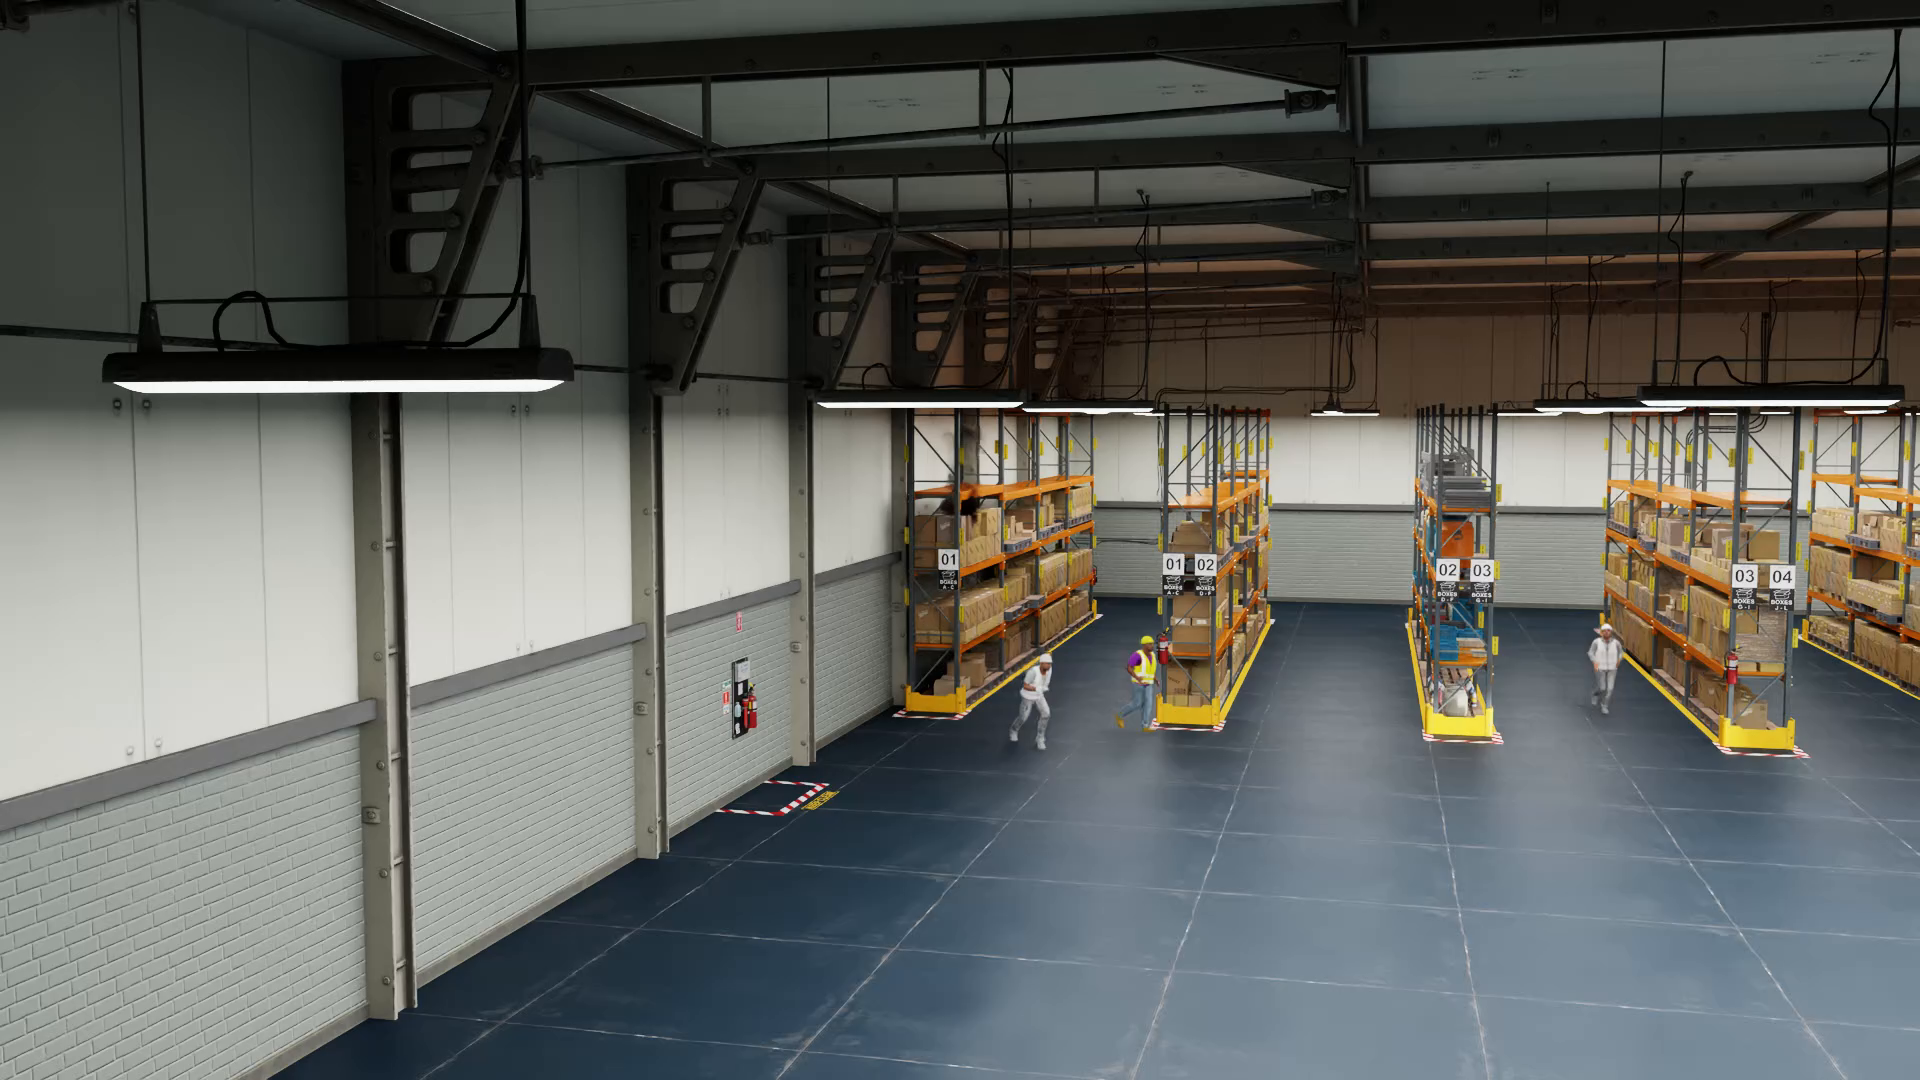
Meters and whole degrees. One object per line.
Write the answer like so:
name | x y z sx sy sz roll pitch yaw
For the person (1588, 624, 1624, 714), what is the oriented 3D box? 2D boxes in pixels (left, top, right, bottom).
person | 12.613 2.501 32.440 0.656 1.746 0.626 1 4 11

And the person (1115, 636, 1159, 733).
person | 3.364 2.630 30.466 0.735 1.744 0.879 -3 5 -39

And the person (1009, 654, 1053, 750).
person | 1.255 2.803 29.007 0.729 1.720 1.020 -4 6 -42
